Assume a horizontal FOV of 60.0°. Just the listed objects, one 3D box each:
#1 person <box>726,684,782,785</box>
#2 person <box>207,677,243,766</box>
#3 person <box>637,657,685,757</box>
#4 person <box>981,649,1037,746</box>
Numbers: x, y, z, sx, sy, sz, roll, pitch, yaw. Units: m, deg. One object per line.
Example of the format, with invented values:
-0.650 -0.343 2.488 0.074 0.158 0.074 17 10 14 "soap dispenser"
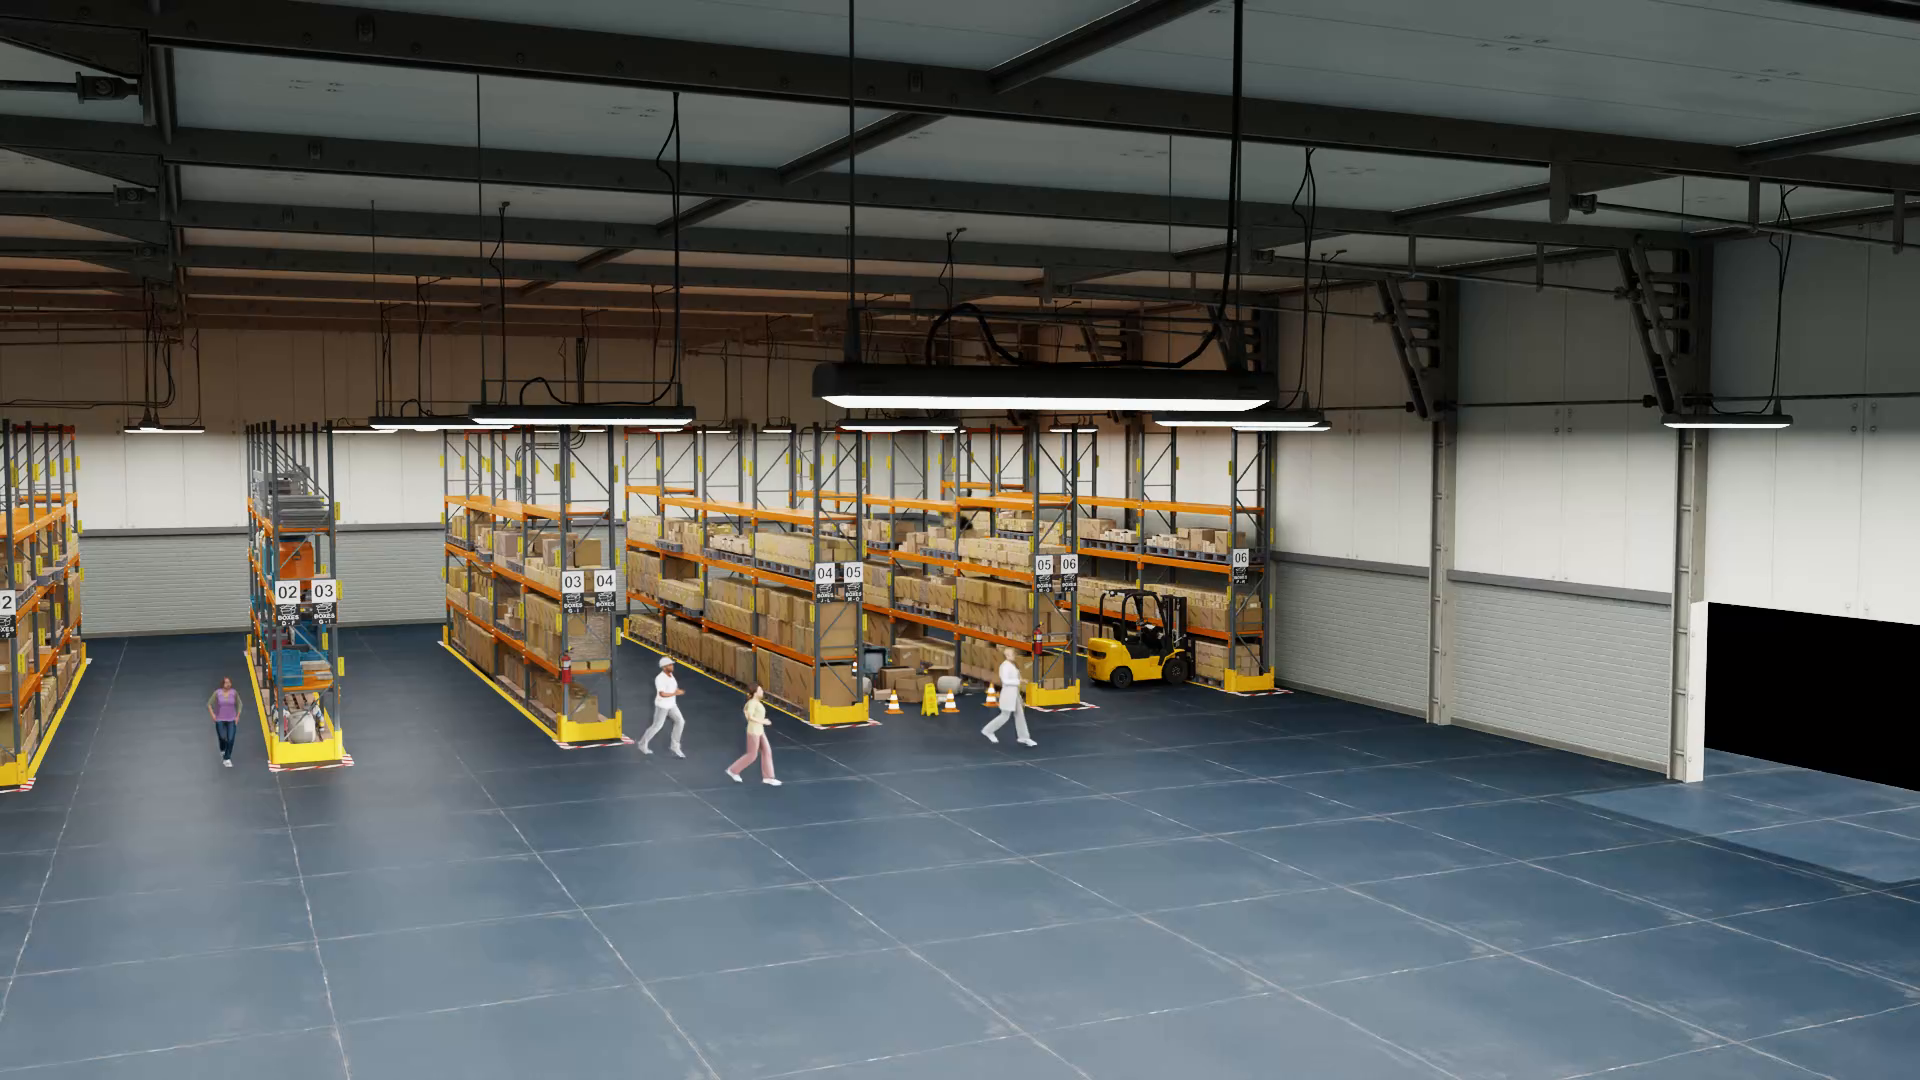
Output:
-3.379 3.185 27.212 0.901 1.676 0.575 0 4 4 "person"
-12.718 3.156 28.813 0.565 1.552 0.467 -2 4 -29 "person"
-5.288 2.988 29.692 0.900 1.812 0.713 1 4 14 "person"
0.900 2.895 30.627 1.033 1.787 0.708 1 4 17 "person"
